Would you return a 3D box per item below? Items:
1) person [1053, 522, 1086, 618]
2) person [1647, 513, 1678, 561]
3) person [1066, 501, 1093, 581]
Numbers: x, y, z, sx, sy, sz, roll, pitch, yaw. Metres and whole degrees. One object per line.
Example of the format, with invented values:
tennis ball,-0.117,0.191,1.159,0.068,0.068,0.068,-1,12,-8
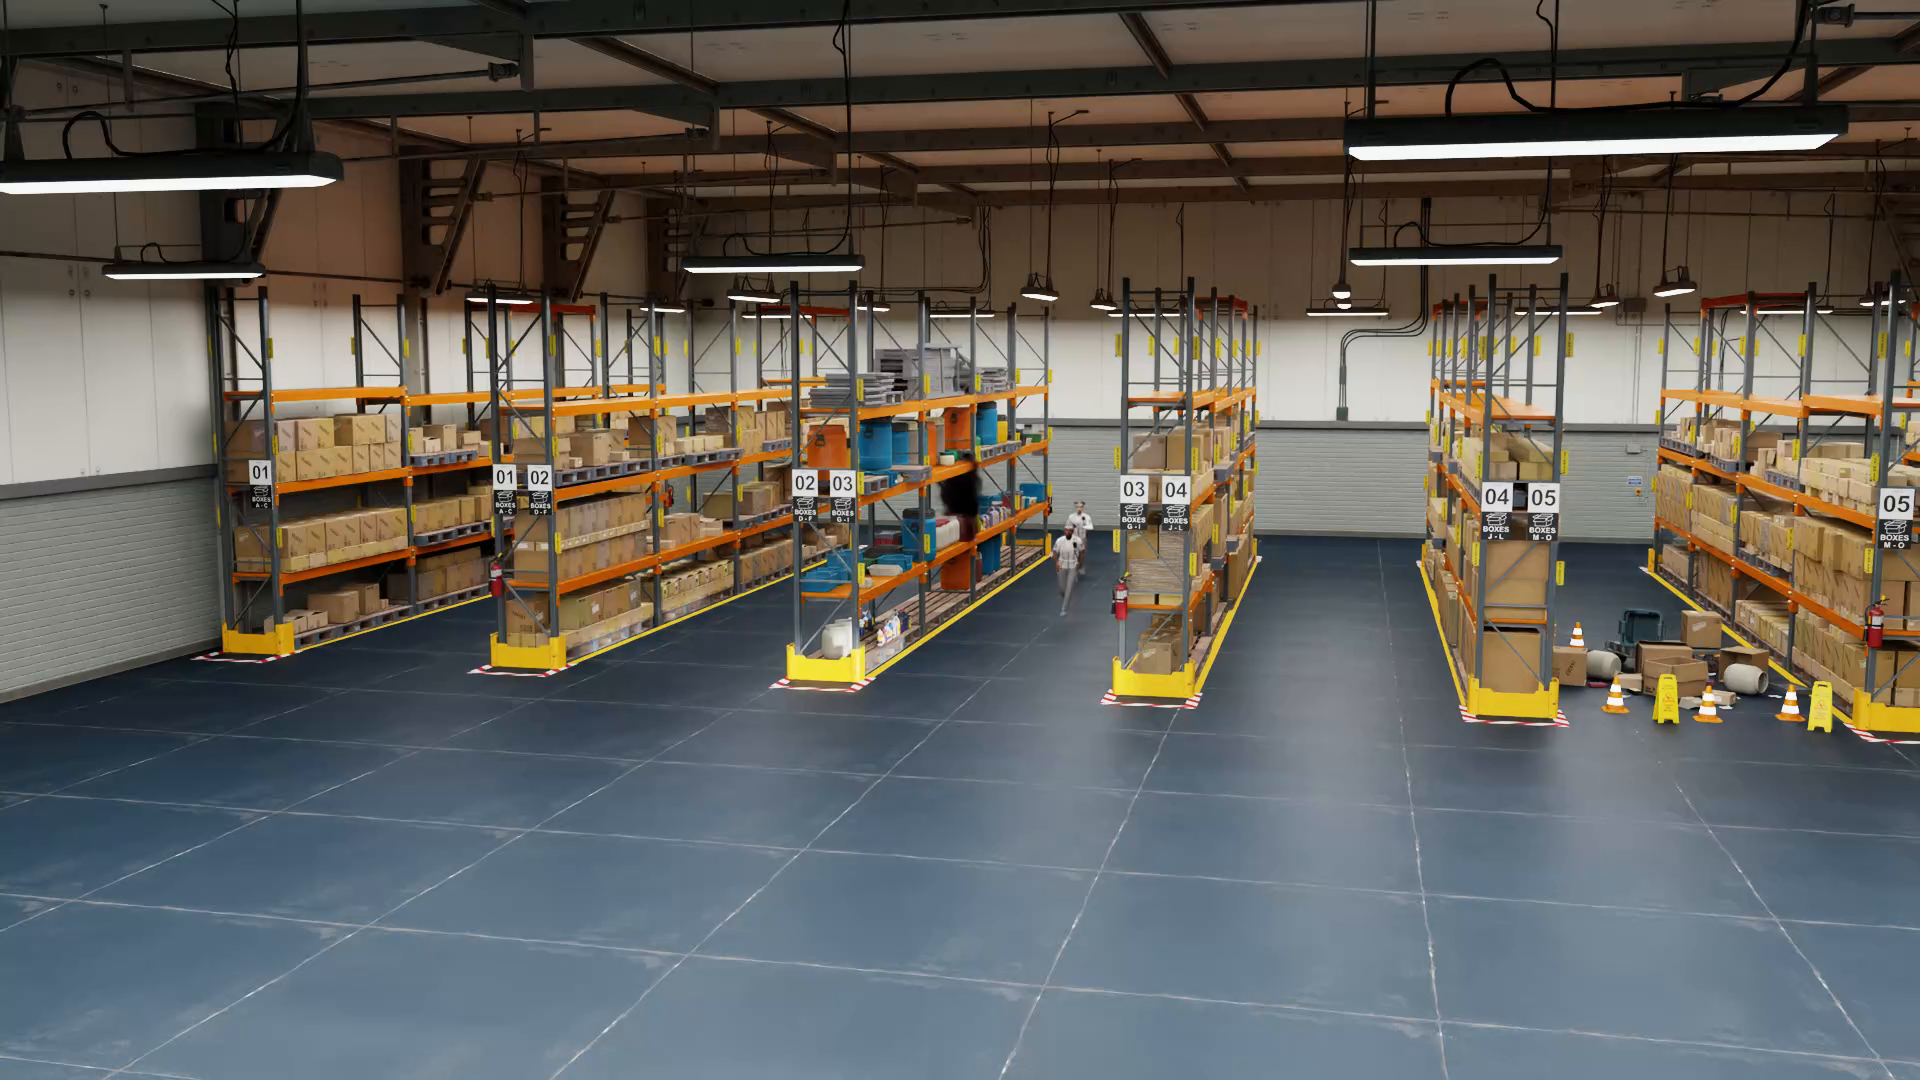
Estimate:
person,1.936,0.505,29.546,0.599,1.682,0.624,1,7,8
person,16.351,-0.312,38.531,0.999,1.718,0.720,6,9,41
person,2.589,-0.011,36.159,0.604,1.705,0.914,1,7,6
